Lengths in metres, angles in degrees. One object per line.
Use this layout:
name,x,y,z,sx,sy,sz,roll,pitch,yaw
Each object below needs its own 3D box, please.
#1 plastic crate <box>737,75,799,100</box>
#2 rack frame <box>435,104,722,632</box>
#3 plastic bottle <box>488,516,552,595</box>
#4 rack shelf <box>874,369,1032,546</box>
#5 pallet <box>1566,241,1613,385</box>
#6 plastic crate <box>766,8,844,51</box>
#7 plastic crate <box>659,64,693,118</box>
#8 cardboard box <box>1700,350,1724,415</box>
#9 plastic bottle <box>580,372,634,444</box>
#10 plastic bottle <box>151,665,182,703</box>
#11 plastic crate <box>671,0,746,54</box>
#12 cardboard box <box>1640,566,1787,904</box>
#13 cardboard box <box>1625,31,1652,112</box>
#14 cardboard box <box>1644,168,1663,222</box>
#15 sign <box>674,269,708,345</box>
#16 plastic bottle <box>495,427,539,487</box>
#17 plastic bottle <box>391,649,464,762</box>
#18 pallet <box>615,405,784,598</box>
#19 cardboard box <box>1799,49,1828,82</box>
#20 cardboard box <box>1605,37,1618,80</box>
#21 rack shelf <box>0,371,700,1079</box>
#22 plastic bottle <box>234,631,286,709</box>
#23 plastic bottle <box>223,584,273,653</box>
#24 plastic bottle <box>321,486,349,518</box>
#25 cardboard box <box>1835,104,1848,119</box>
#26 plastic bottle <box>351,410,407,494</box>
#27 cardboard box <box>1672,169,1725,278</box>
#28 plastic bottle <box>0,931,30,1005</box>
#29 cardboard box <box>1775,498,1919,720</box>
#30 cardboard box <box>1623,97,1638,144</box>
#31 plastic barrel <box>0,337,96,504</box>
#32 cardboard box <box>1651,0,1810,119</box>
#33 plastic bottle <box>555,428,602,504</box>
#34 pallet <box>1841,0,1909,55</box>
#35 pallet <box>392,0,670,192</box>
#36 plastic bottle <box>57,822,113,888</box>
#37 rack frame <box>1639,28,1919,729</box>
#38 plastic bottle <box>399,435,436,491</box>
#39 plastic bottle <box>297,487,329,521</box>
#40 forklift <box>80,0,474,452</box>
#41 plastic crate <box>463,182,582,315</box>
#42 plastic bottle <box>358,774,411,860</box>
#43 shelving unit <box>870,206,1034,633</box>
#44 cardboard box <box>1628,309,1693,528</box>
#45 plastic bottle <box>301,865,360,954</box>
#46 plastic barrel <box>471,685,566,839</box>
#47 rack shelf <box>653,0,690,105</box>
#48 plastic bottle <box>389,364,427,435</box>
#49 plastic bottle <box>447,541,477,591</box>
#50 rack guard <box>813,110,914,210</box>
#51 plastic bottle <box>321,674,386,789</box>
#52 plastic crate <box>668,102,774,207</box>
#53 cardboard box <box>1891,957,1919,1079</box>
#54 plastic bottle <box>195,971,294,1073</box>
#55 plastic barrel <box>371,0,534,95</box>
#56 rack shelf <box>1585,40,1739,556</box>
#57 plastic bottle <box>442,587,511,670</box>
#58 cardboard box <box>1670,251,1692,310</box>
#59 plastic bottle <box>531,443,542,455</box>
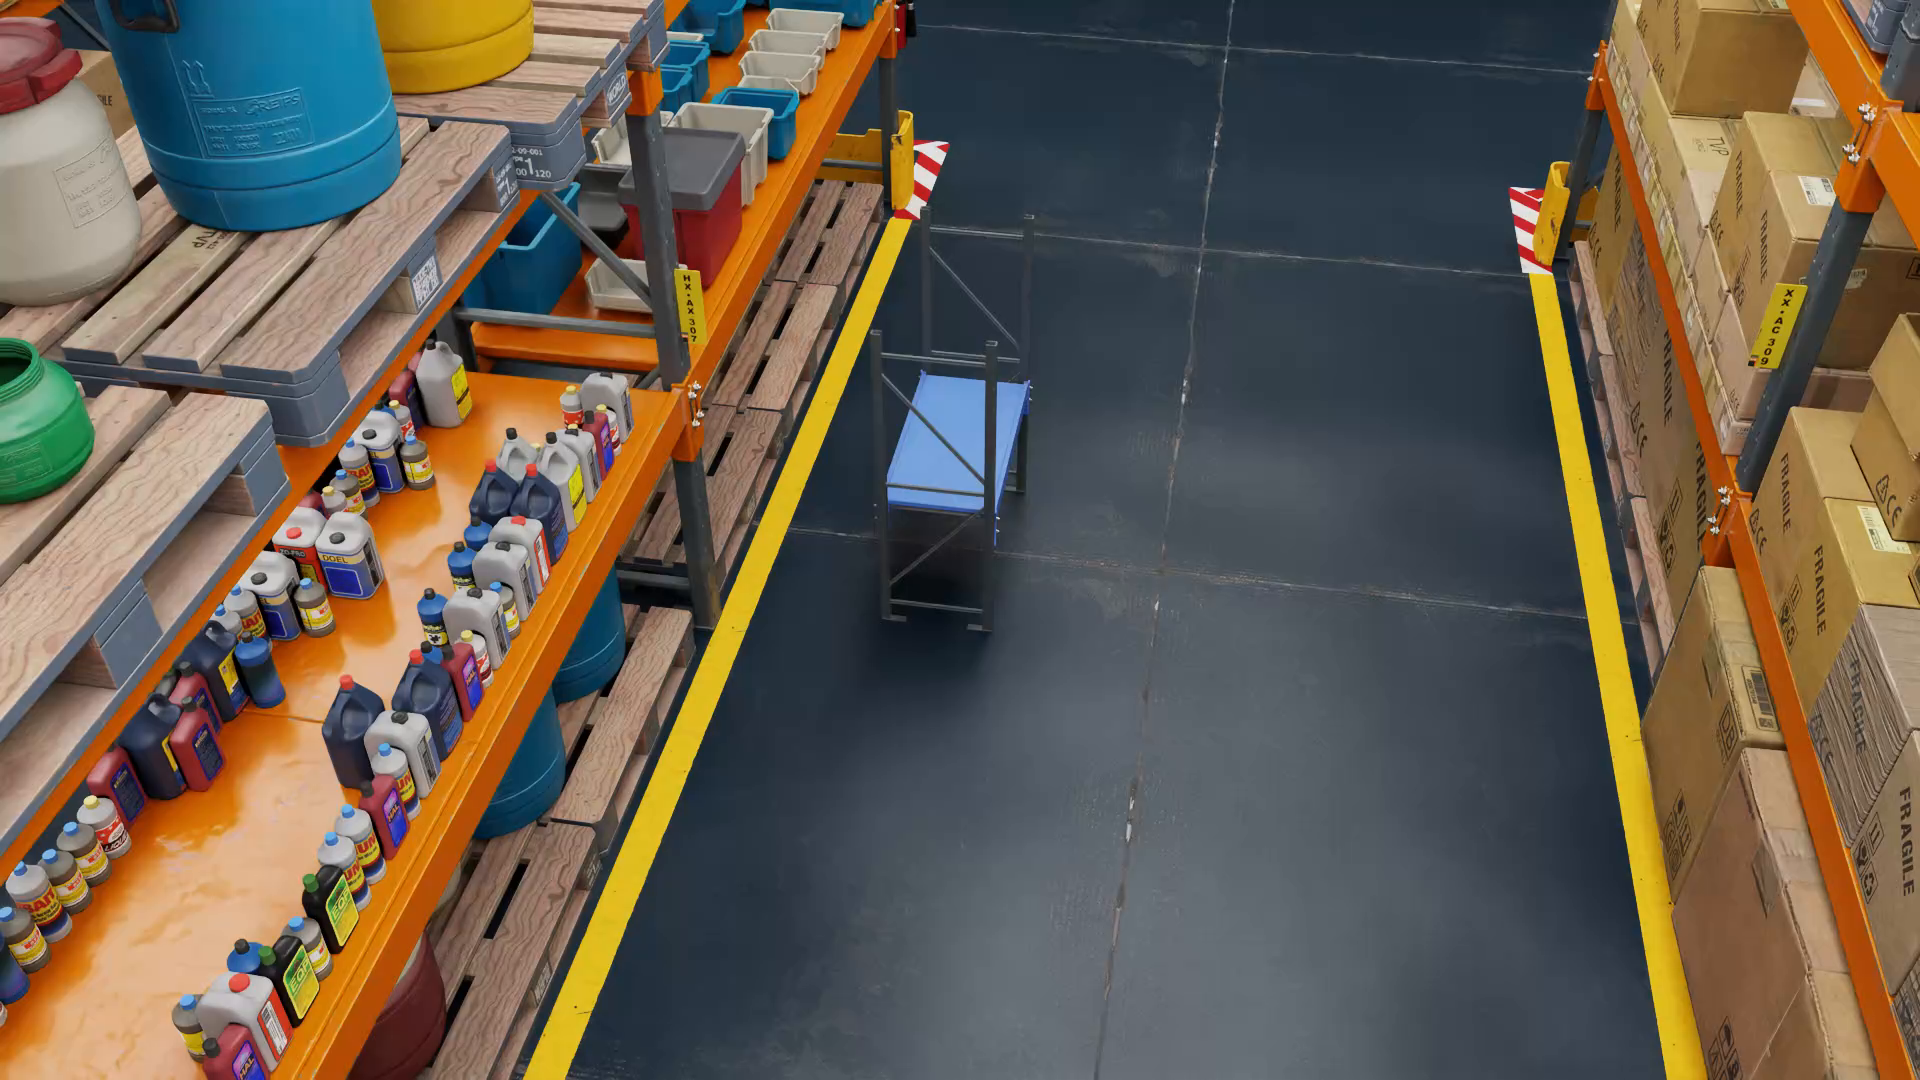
plastic crate,-0.960,-2.198,8.311,0.298,0.136,0.250,6,40,8
rack frame,-1.568,-0.843,6.513,1.000,3.000,0.127,6,40,8
plastic bottle,-1.469,0.033,5.550,0.152,0.276,0.135,6,40,8
rack shelf,-0.015,-0.386,7.419,0.538,0.185,1.000,6,40,8
pallet,3.941,-1.222,9.160,1.003,0.211,1.213,6,40,8
plastic crate,-0.839,-2.743,8.971,0.396,0.136,0.243,6,40,8
plastic crate,-1.523,-2.179,8.212,0.416,0.233,0.300,6,40,8
cardboard box,3.084,-0.590,6.403,0.380,0.149,0.250,7,40,9
plastic bottle,-1.318,-0.512,6.210,0.152,0.276,0.135,6,40,8
plastic bottle,-2.358,0.494,4.987,0.061,0.283,0.133,6,40,8
plastic crate,-1.357,-2.780,8.940,0.416,0.233,0.300,6,40,8
cardboard box,3.219,0.764,5.907,1.225,0.875,0.875,7,40,8
cardboard box,3.570,-2.266,8.118,0.500,0.250,0.500,6,40,7
cardboard box,3.351,-1.559,7.575,0.380,0.149,0.250,5,40,7
sign,-1.027,-0.888,6.350,0.100,0.325,0.005,6,40,8
plastic bottle,-1.547,-0.227,5.806,0.144,0.351,0.185,6,40,8
plastic bottle,-1.596,0.480,4.951,0.144,0.351,0.185,6,40,8
pallet,-1.479,-0.234,7.964,1.003,0.211,1.213,6,40,8
cardboard box,4.091,-2.213,8.053,0.500,0.250,0.500,6,40,7
cardboard box,3.616,-2.524,8.743,0.380,0.149,0.250,7,40,8
rack shelf,-1.914,0.689,5.224,1.077,0.370,4.000,6,40,8
plastic bottle,-2.163,0.389,5.123,0.097,0.271,0.097,0,40,0
plastic bottle,-2.271,0.251,5.290,0.097,0.271,0.097,0,40,0
plastic bottle,-2.168,-0.097,5.765,0.097,0.201,0.097,0,40,0
cardboard box,3.823,-1.551,6.664,0.500,0.500,0.500,5,40,6
plastic bottle,-2.087,-0.317,5.974,0.152,0.276,0.135,6,40,8
cardboard box,3.303,-1.305,6.956,0.500,0.250,0.500,7,40,9
plastic bottle,-2.499,1.078,4.289,0.097,0.271,0.097,0,40,0
cardboard box,2.898,0.241,5.123,0.500,0.500,0.500,6,40,8
cardboard box,3.485,-2.038,8.155,0.380,0.149,0.250,6,40,7
plastic barrel,-1.851,-0.231,3.210,0.294,0.245,0.294,0,40,0
cardboard box,3.483,-2.242,7.500,0.500,0.500,0.500,5,40,6
plastic bottle,-1.381,-0.283,5.933,0.152,0.276,0.135,6,40,8
pallet,3.462,-1.931,5.544,1.003,0.211,1.213,6,40,8
pallet,-1.608,-1.424,5.009,1.213,0.211,1.003,6,40,8
plastic bottle,-2.432,0.861,4.607,0.097,0.201,0.097,0,40,0
rack frame,3.310,-0.297,5.852,1.000,3.000,0.127,6,40,8
plastic bottle,-1.961,-0.286,5.995,0.097,0.201,0.097,0,40,0
plastic bottle,-2.206,-0.058,5.654,0.061,0.283,0.133,6,40,8
forklift,-3.261,-1.742,7.654,1.130,2.935,3.031,11,41,13
plastic crate,-1.824,-1.191,6.898,0.392,0.384,0.575,6,40,8
plastic bottle,-1.622,0.756,4.670,0.061,0.283,0.133,6,40,8
shelving unit,-0.015,-0.524,7.304,0.538,1.500,1.048,6,40,8
cardboard box,3.659,-0.610,7.569,0.875,0.875,0.875,6,40,8
plastic bottle,-1.679,0.962,4.421,0.061,0.283,0.133,6,40,8
plastic barrel,-1.802,0.588,6.099,0.600,0.901,0.708,6,40,8
rack shelf,-1.222,-2.977,7.304,1.077,0.370,4.000,6,40,8
plastic bottle,-2.075,-0.531,6.227,0.061,0.283,0.133,6,40,8
plastic bottle,-1.618,0.118,5.452,0.097,0.271,0.097,0,40,0
rack guard,-0.885,-2.407,10.365,1.175,0.500,0.348,6,40,8
plastic bottle,-1.769,0.548,4.869,0.144,0.351,0.185,6,40,8
plastic crate,-1.123,-1.759,7.666,0.437,0.282,0.530,6,40,8
cardboard box,2.638,1.199,3.964,0.500,0.500,0.500,5,40,6
plastic bottle,-1.787,1.189,4.152,0.152,0.276,0.135,6,40,8
plastic barrel,-1.526,-1.638,4.643,0.600,0.588,0.600,0,40,0
rack shelf,3.656,-1.275,7.599,1.077,0.370,4.000,6,40,8
plastic bottle,-1.532,0.263,5.272,0.152,0.276,0.135,6,40,8
cardboard box,3.218,-1.074,6.989,0.380,0.149,0.250,7,40,9
plastic bottle,-1.508,-0.256,5.959,0.097,0.201,0.097,0,40,0
